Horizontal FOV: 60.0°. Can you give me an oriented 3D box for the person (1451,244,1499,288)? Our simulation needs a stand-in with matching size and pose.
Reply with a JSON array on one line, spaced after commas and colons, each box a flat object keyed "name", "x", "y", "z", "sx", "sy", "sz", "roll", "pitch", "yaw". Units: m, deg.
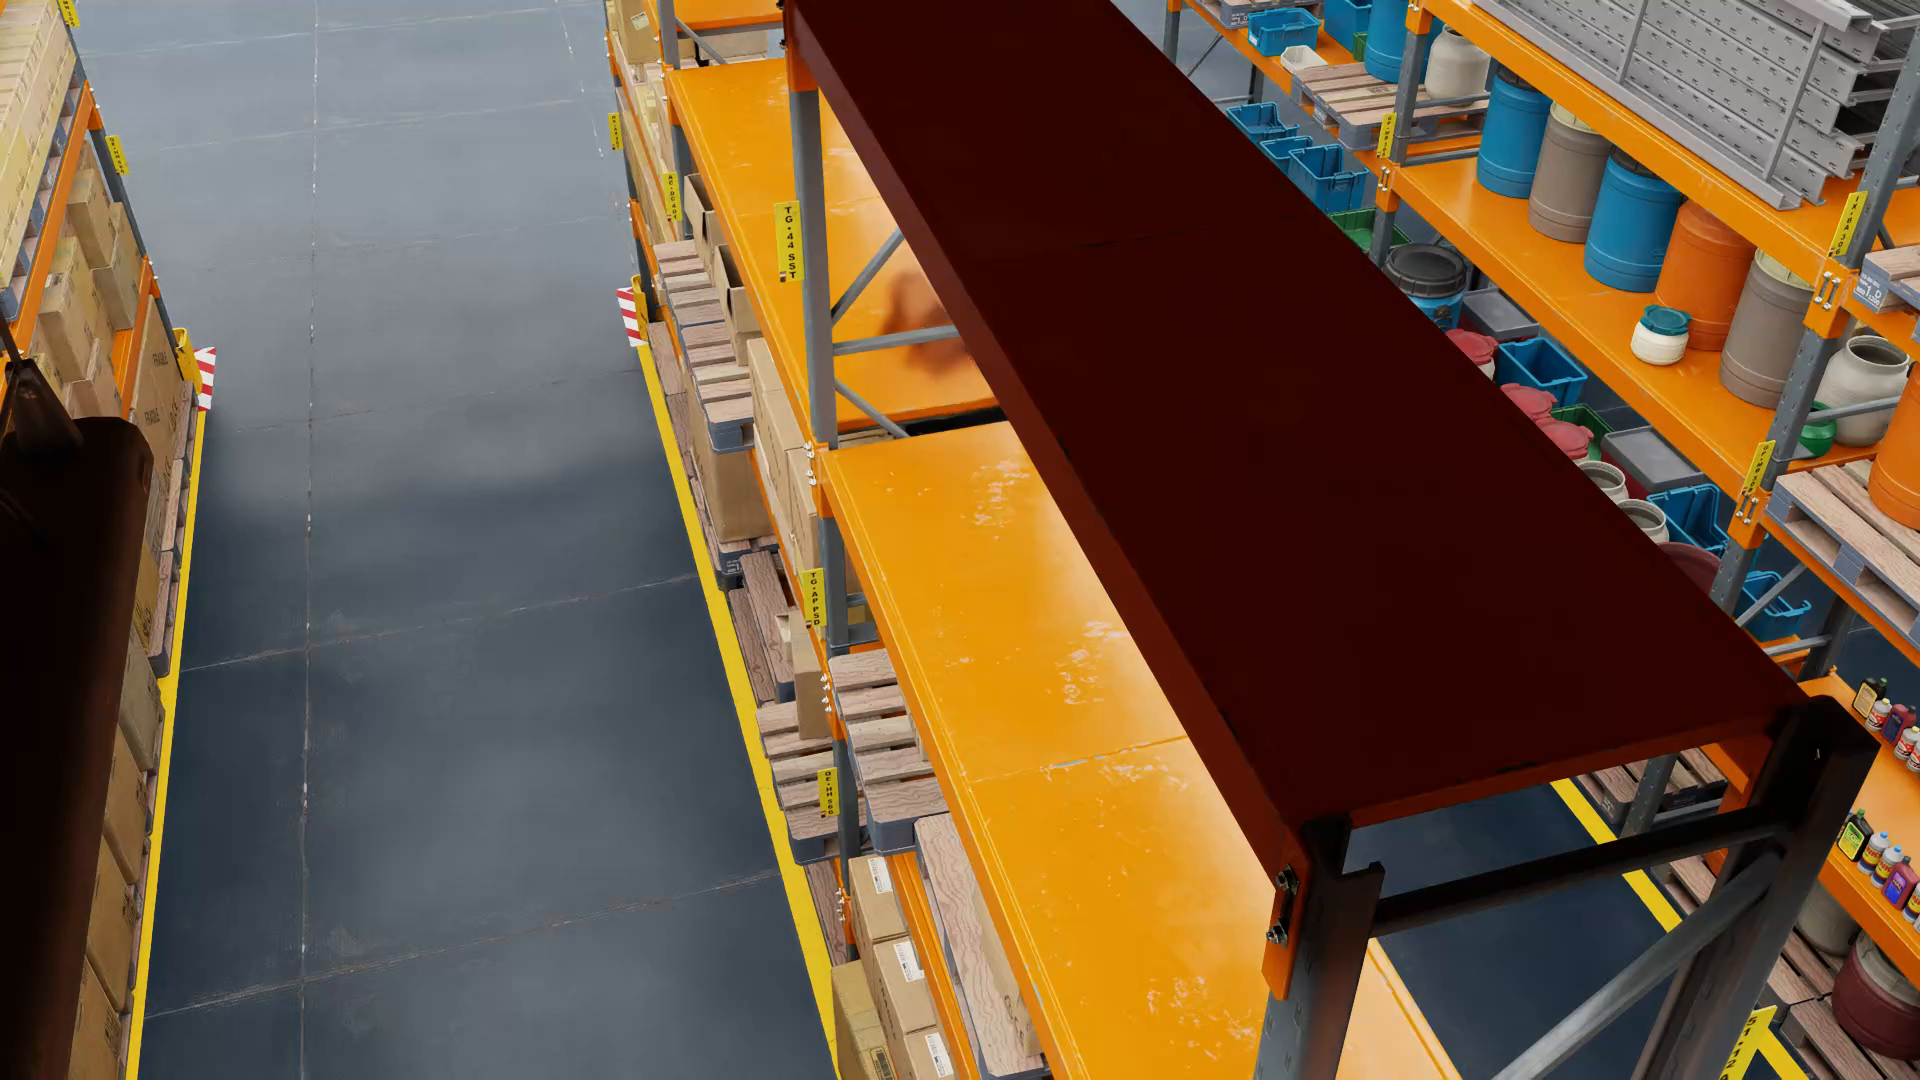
[{"name": "person", "x": 4.692, "y": -2.789, "z": 14.923, "sx": 0.699, "sy": 1.752, "sz": 0.923, "roll": -19, "pitch": 42, "yaw": -22}]
